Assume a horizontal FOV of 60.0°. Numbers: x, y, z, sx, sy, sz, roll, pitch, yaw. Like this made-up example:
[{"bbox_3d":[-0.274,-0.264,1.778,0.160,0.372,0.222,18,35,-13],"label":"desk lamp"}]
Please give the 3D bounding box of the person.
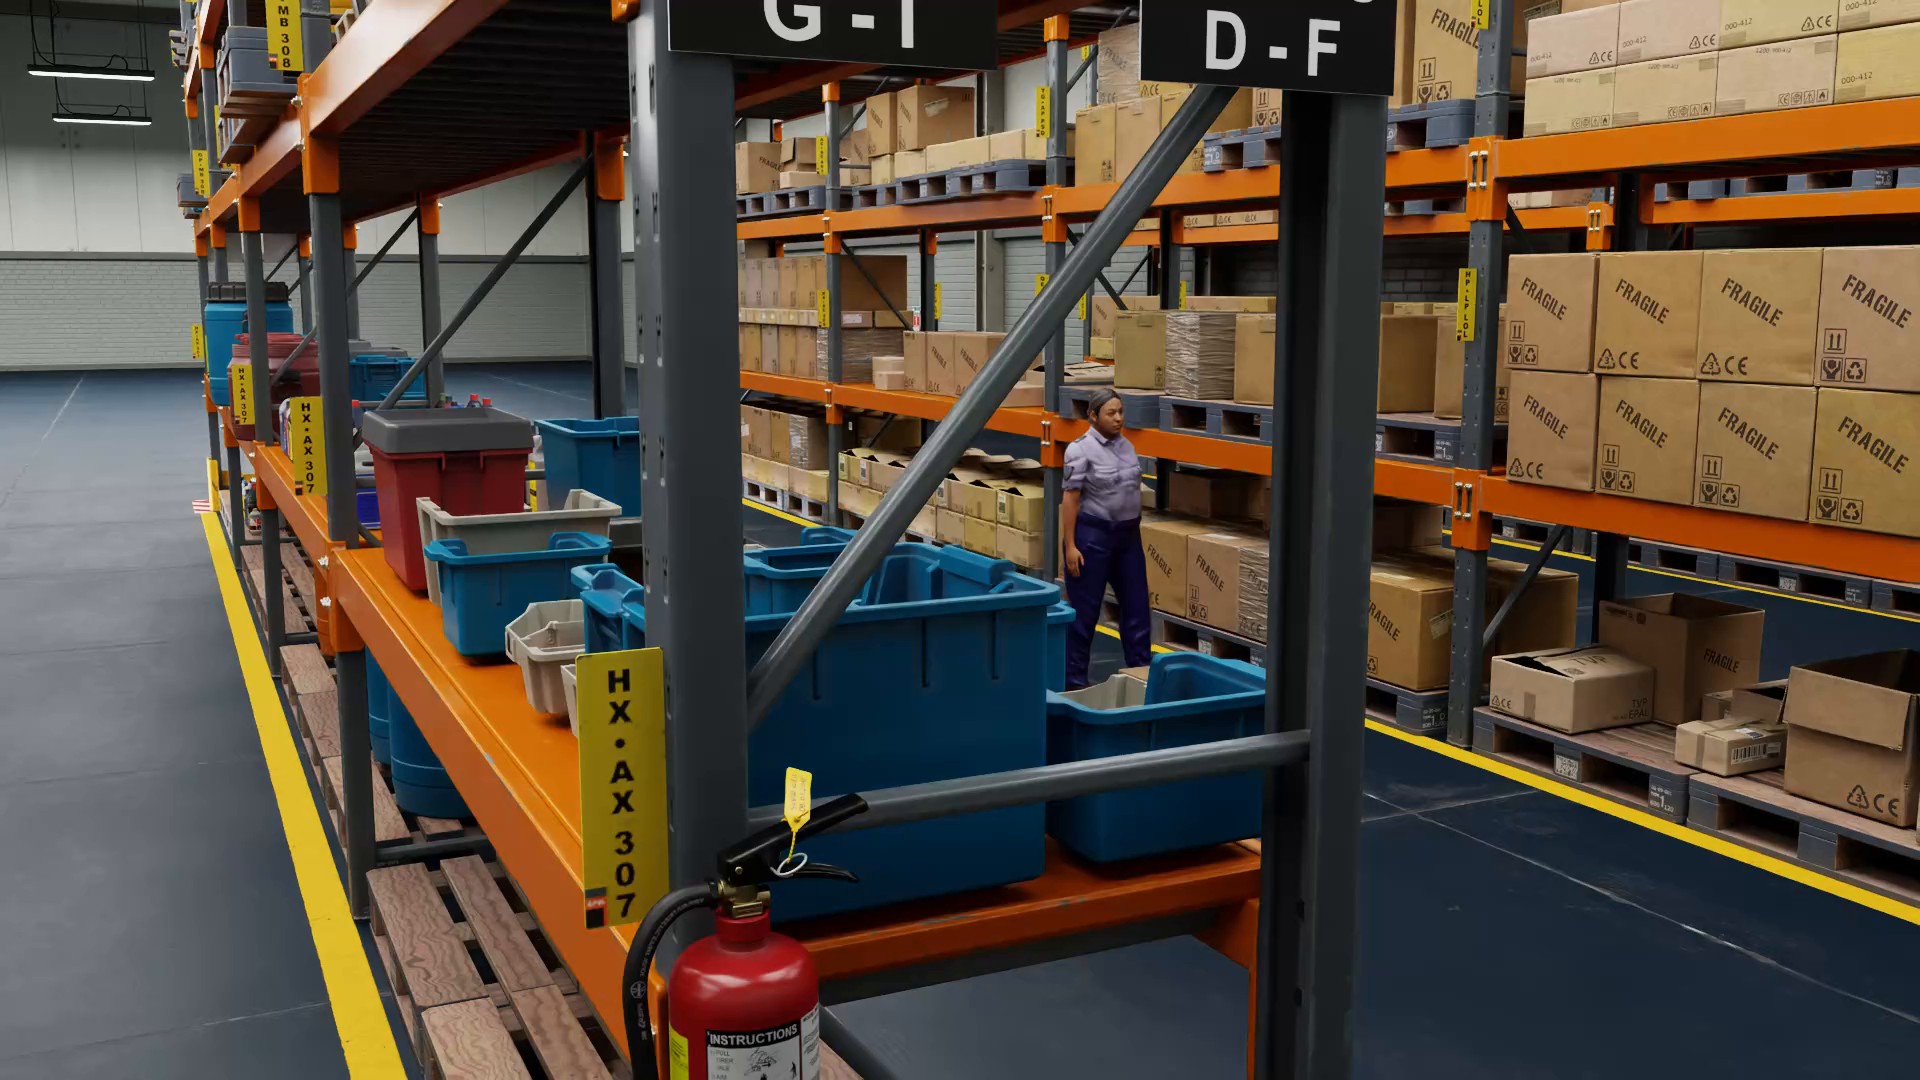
[{"bbox_3d":[0.810,0.034,8.625,0.494,1.642,0.547,-7,11,-39],"label":"person"}]
